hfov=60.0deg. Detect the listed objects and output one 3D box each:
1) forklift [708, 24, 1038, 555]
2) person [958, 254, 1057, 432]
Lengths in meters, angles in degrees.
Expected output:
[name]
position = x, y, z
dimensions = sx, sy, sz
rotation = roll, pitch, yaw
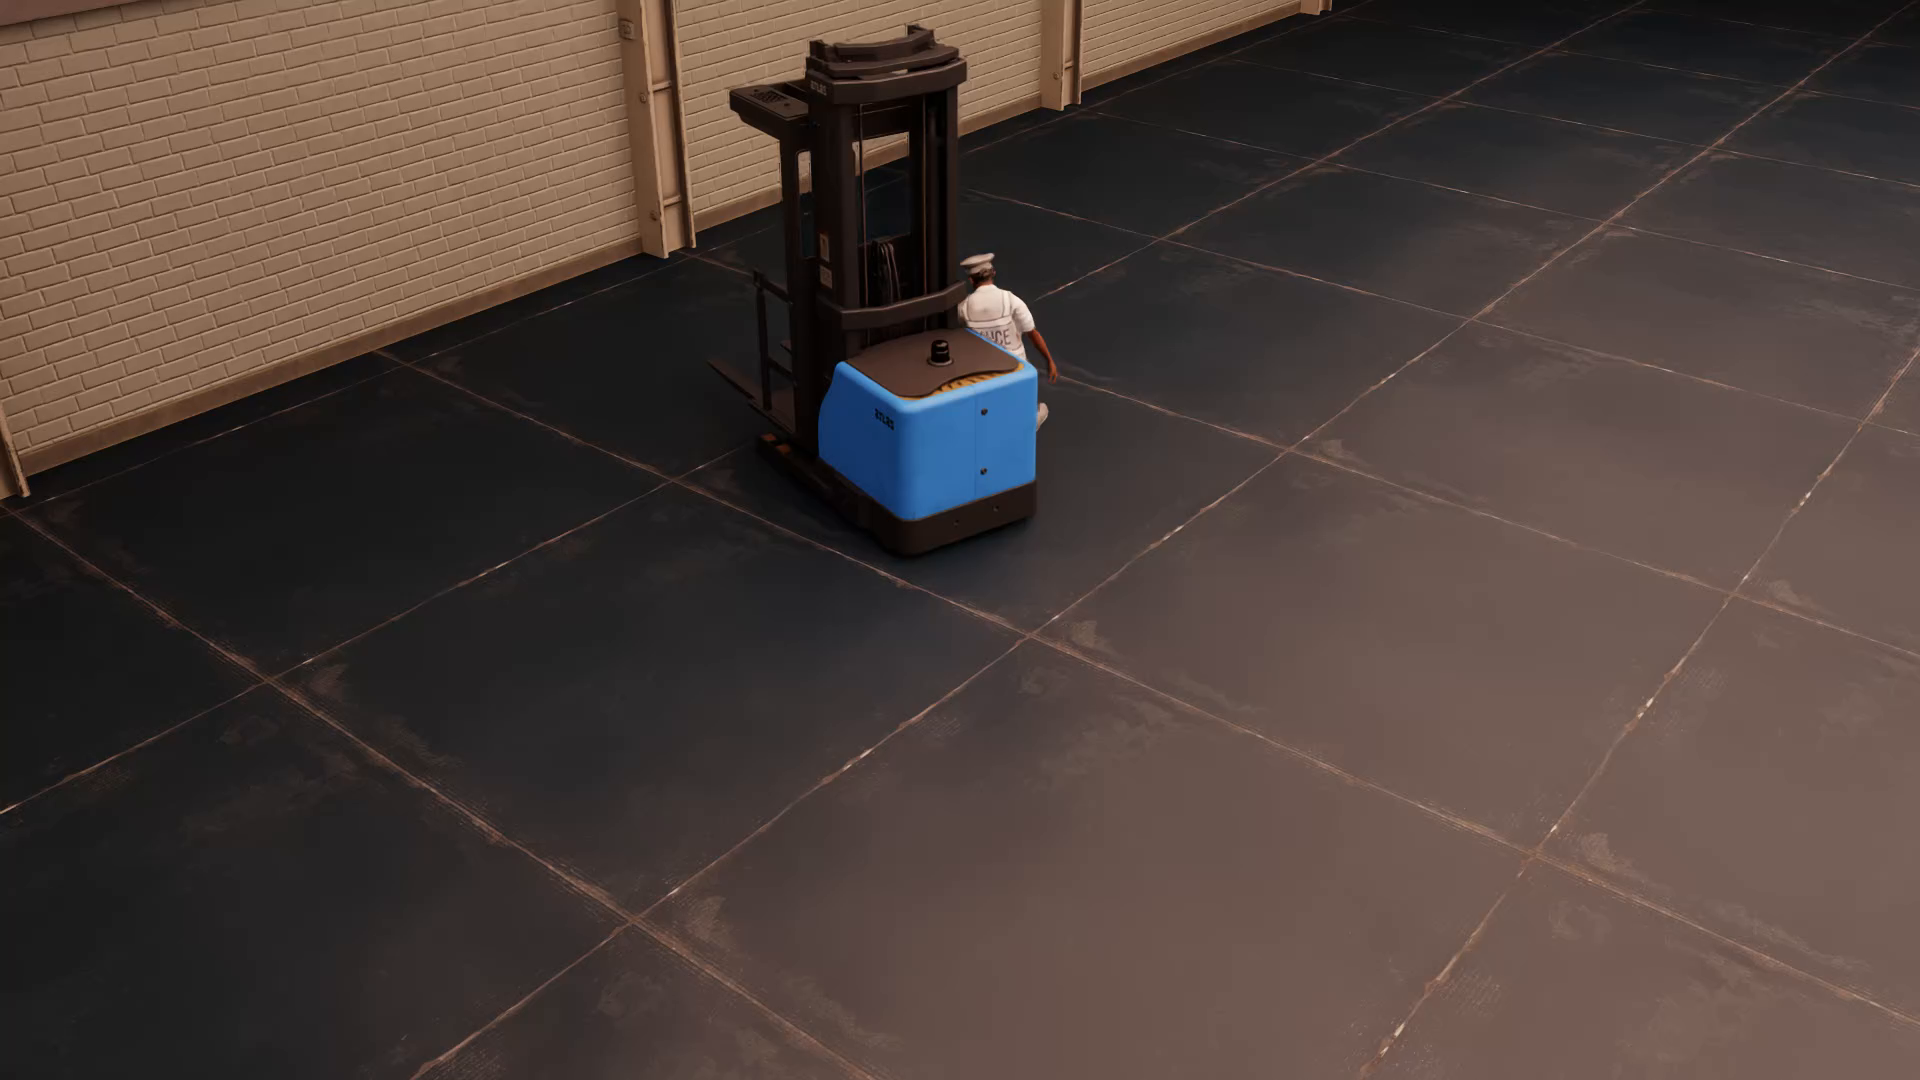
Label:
[forklift]
position = -0.748, -1.871, 10.797
dimensions = 1.130, 2.935, 3.031
rotation = -19, 35, -29
[person]
position = 0.262, -1.265, 11.149
dimensions = 0.827, 1.467, 1.042
rotation = 6, 31, 10
